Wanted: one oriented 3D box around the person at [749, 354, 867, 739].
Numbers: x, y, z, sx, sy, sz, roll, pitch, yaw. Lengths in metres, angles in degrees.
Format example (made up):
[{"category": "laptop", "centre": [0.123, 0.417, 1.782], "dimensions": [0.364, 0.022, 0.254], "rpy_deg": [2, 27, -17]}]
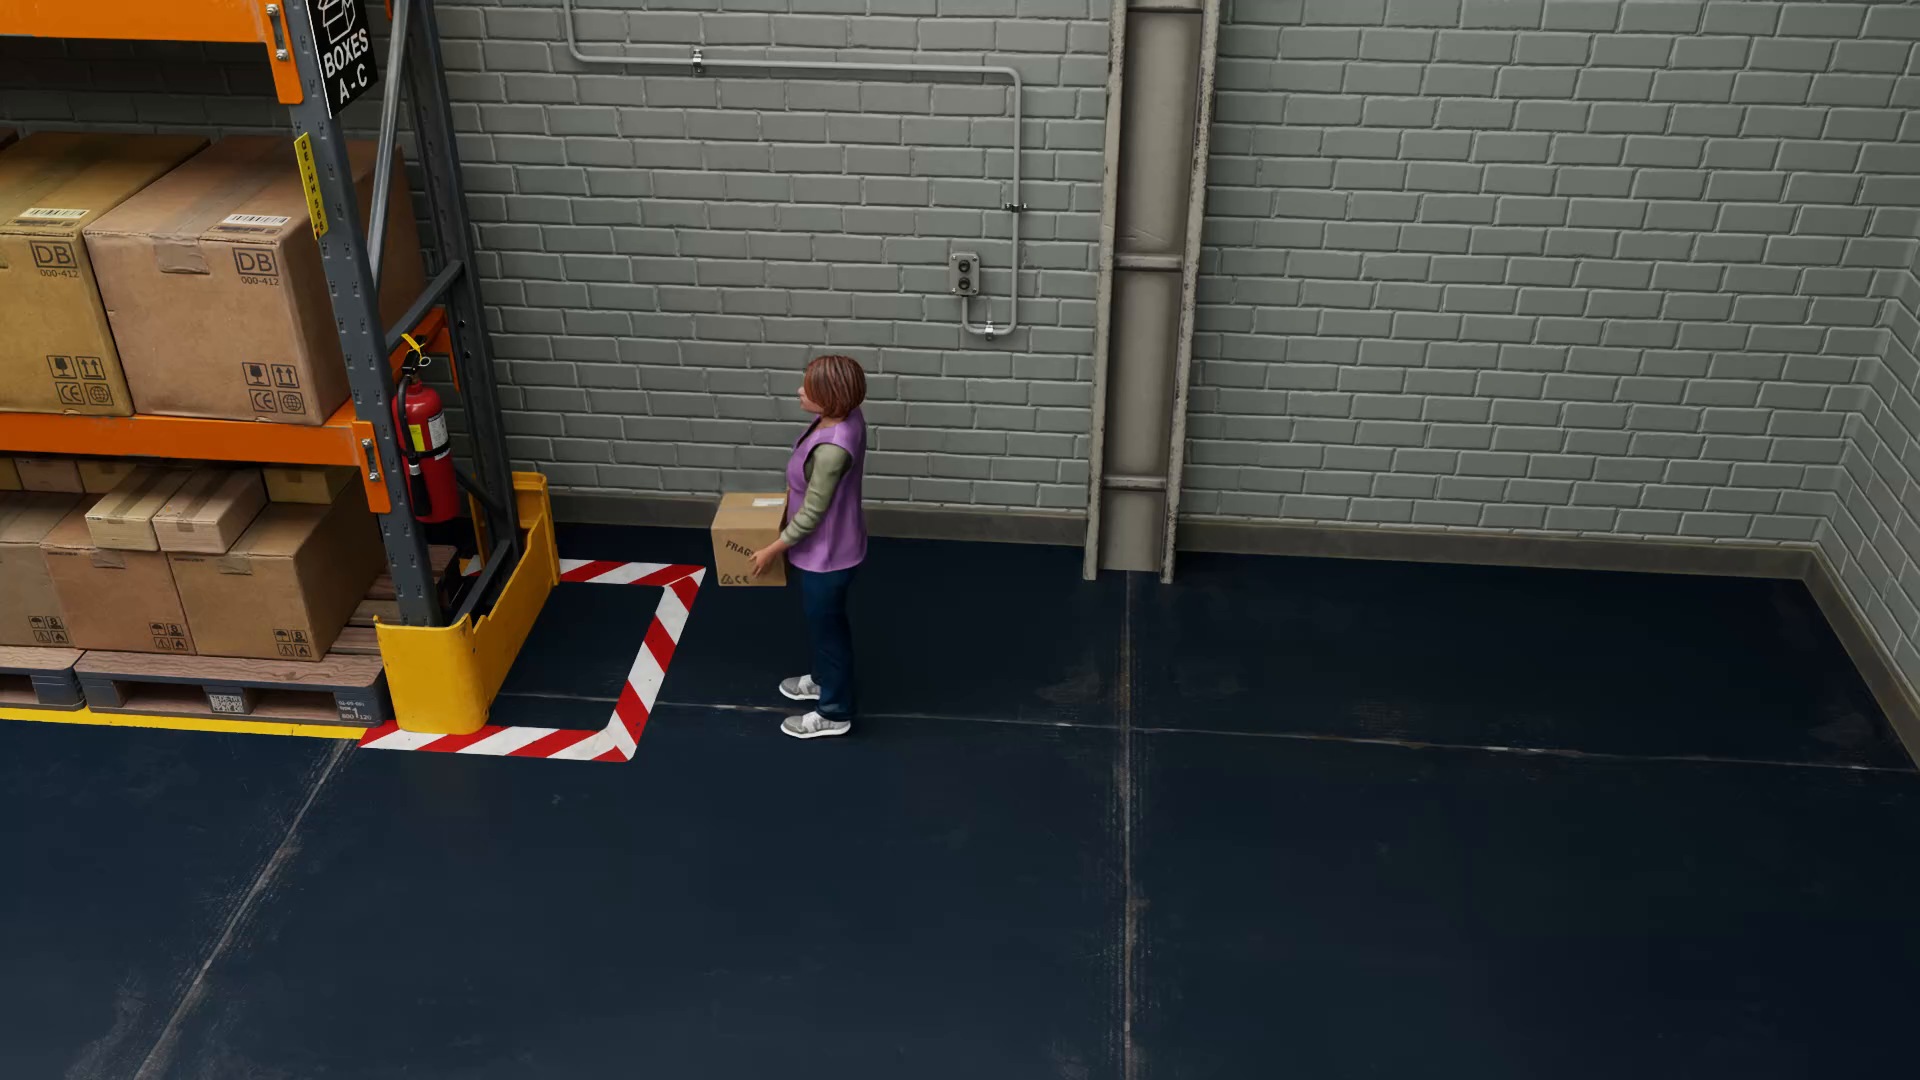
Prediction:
[{"category": "person", "centre": [-0.539, 0.035, 6.083], "dimensions": [0.431, 1.602, 0.452], "rpy_deg": [1, 32, 2]}]
